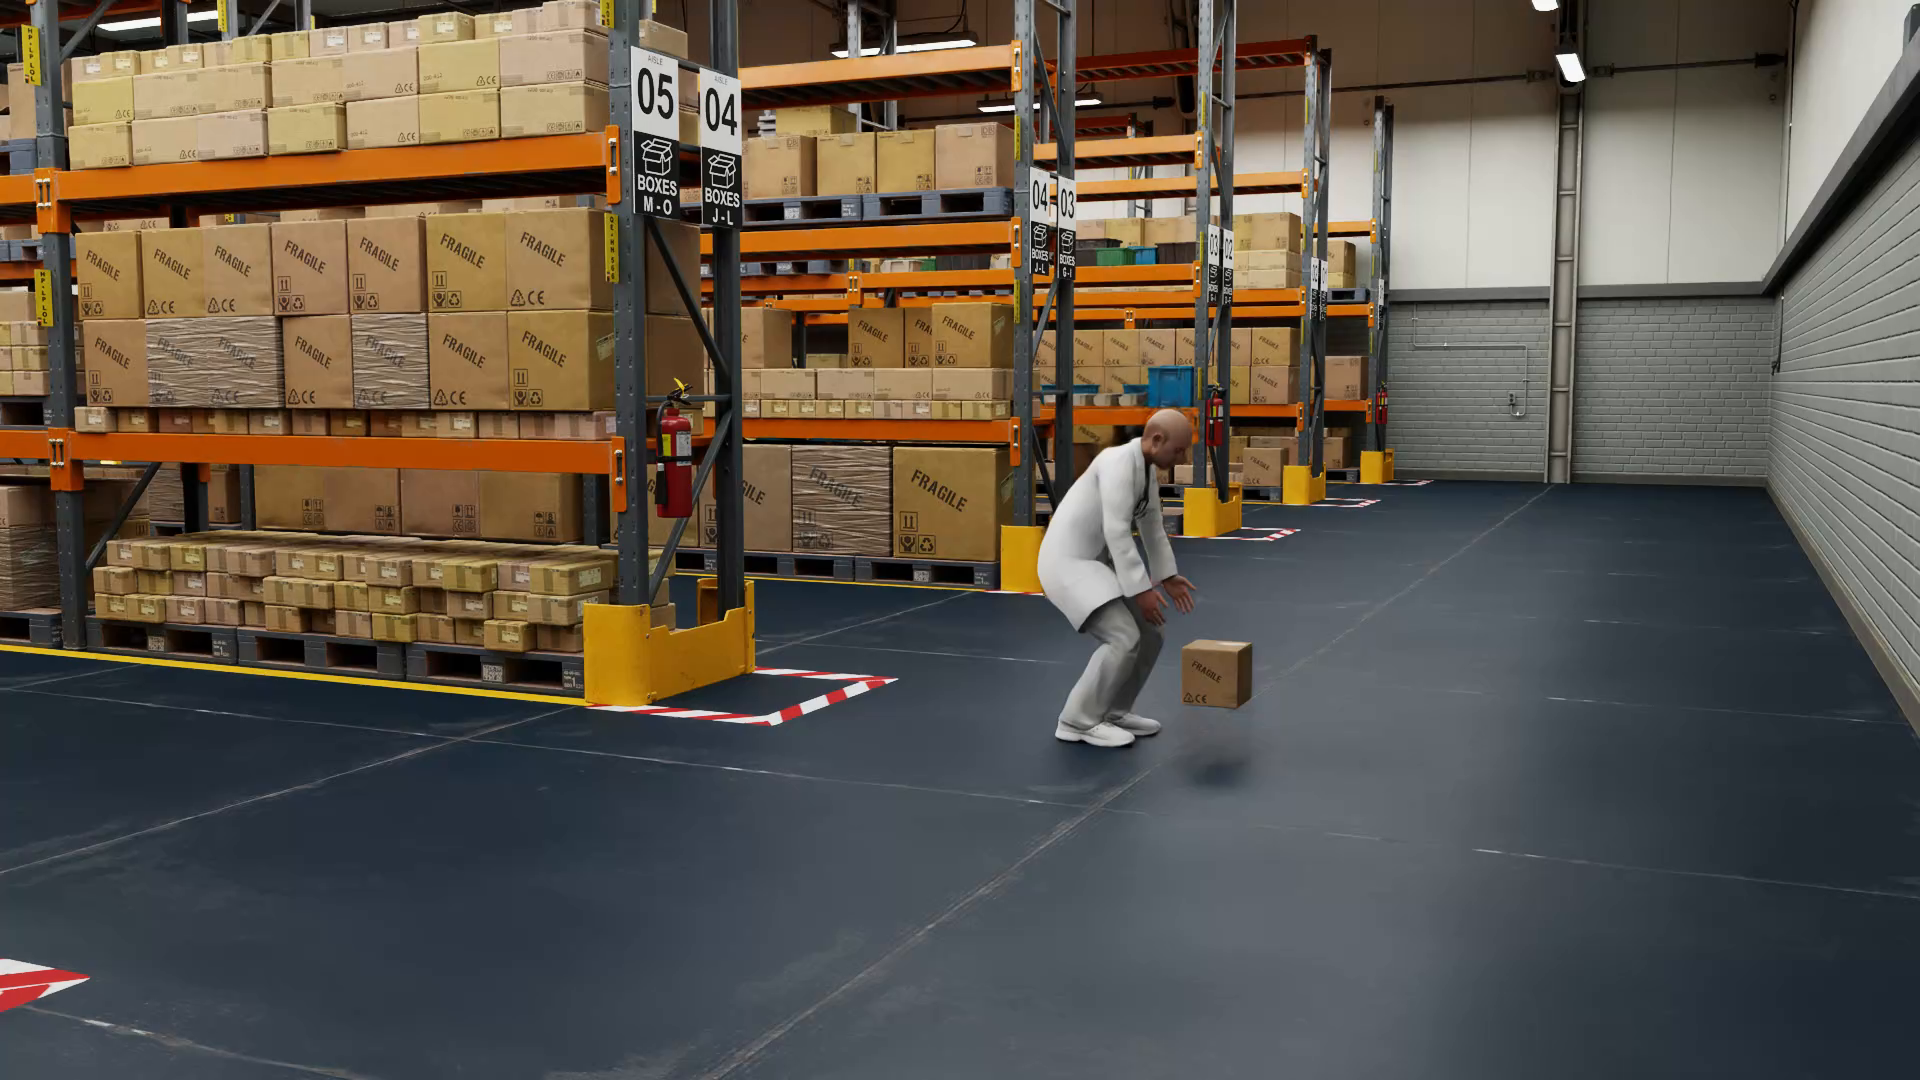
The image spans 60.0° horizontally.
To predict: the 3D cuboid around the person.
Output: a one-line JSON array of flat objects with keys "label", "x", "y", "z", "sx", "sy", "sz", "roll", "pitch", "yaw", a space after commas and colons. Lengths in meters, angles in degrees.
[{"label": "person", "x": 0.712, "y": 0.211, "z": 7.447, "sx": 0.749, "sy": 1.365, "sz": 0.633, "roll": 2, "pitch": 6, "yaw": 24}]
